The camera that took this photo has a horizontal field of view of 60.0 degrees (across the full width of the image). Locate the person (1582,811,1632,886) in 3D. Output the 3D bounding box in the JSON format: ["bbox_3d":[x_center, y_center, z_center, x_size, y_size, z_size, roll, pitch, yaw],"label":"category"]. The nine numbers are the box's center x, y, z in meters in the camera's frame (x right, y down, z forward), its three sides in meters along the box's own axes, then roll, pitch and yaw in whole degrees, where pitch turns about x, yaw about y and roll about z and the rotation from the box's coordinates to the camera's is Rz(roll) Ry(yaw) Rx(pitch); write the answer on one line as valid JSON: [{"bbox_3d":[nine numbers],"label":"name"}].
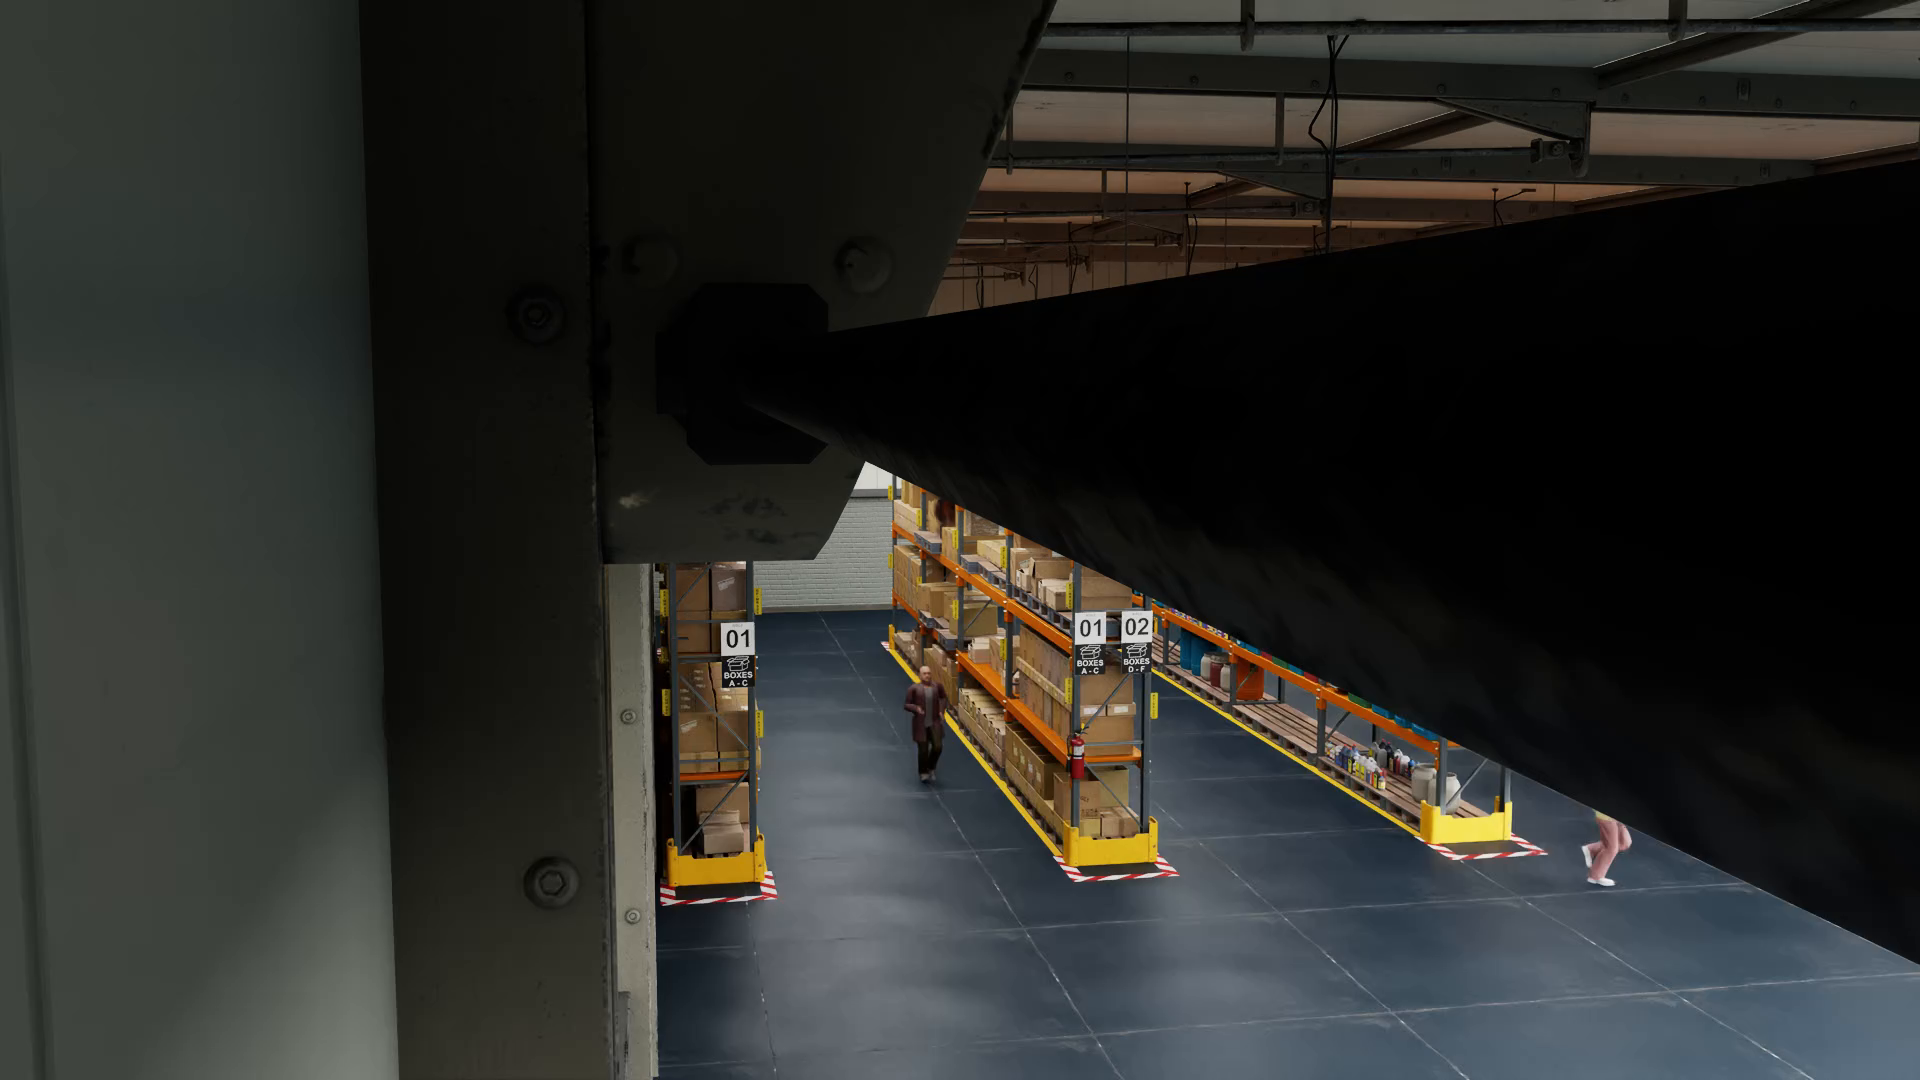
[{"bbox_3d":[7.847,3.362,20.071,0.613,1.627,0.606,4,7,30],"label":"person"}]

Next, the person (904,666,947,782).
[{"bbox_3d":[-0.476,2.773,24.870,0.694,1.763,0.672,-1,6,-12],"label":"person"}]
